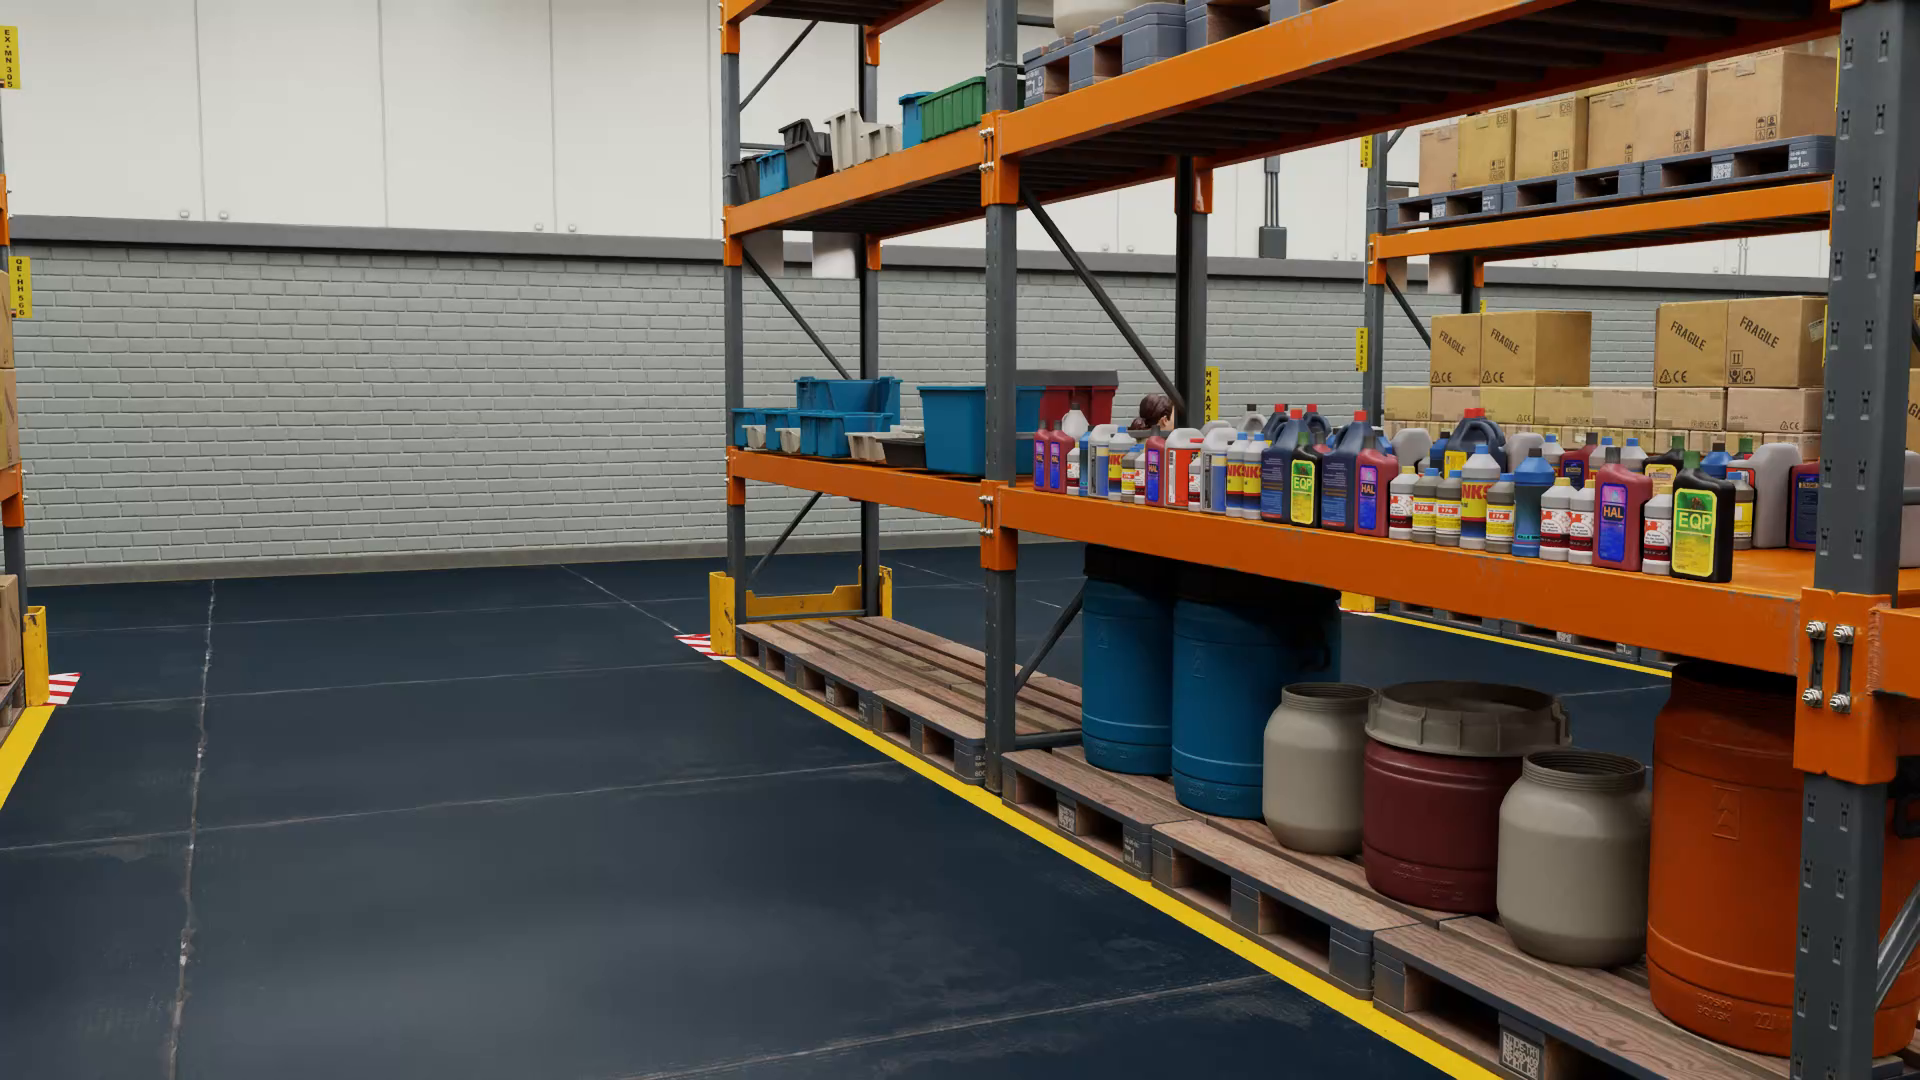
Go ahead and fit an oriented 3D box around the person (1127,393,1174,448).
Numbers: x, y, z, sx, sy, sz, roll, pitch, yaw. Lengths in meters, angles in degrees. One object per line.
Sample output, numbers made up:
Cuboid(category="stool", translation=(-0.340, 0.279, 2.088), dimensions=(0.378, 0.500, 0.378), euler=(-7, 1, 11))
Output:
Cuboid(category="person", translation=(1.055, 0.026, 9.195), dimensions=(0.360, 1.672, 0.521), euler=(-3, 6, -27))
